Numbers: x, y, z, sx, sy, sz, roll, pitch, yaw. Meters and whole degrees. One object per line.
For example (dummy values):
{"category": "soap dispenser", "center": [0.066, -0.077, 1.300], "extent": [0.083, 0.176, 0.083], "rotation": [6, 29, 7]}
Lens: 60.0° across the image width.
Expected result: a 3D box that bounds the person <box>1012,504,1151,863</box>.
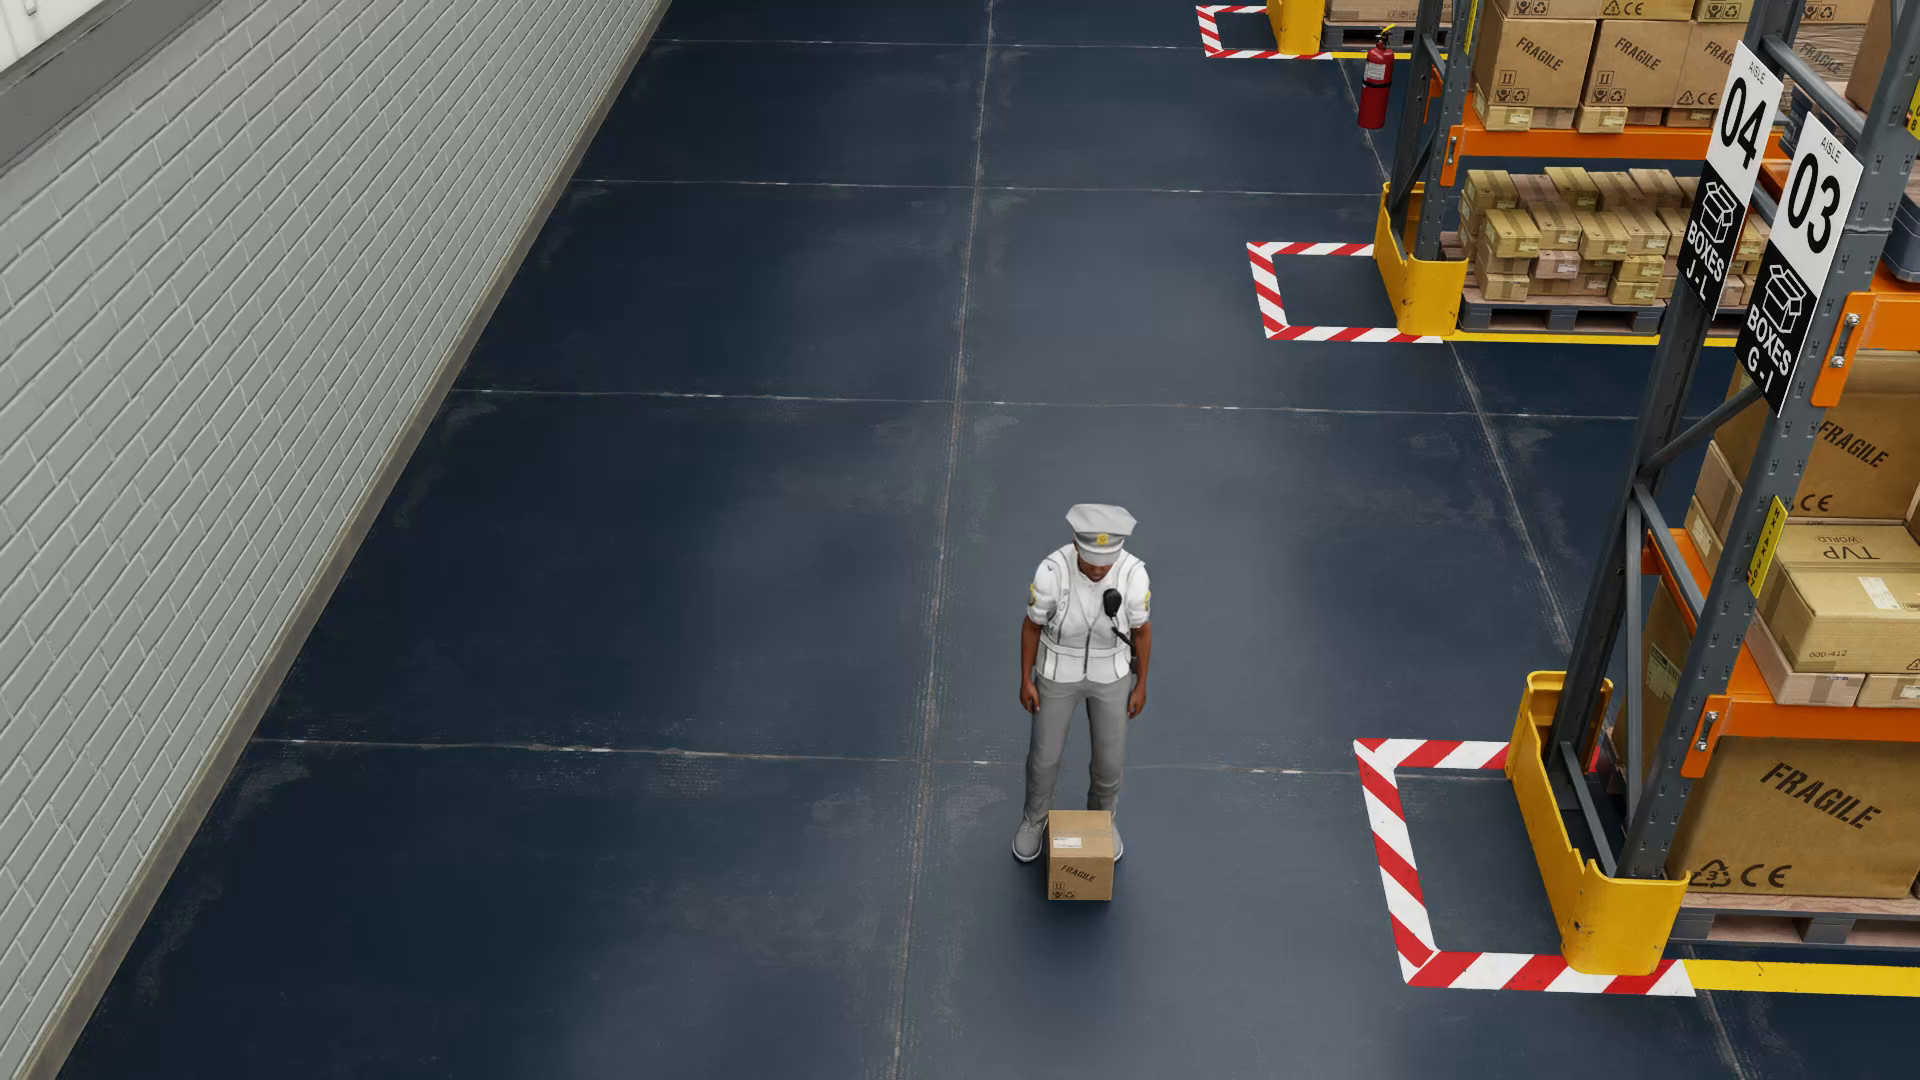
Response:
{"category": "person", "center": [0.470, 0.540, 6.369], "extent": [0.504, 1.659, 0.394], "rotation": [2, 36, 2]}
